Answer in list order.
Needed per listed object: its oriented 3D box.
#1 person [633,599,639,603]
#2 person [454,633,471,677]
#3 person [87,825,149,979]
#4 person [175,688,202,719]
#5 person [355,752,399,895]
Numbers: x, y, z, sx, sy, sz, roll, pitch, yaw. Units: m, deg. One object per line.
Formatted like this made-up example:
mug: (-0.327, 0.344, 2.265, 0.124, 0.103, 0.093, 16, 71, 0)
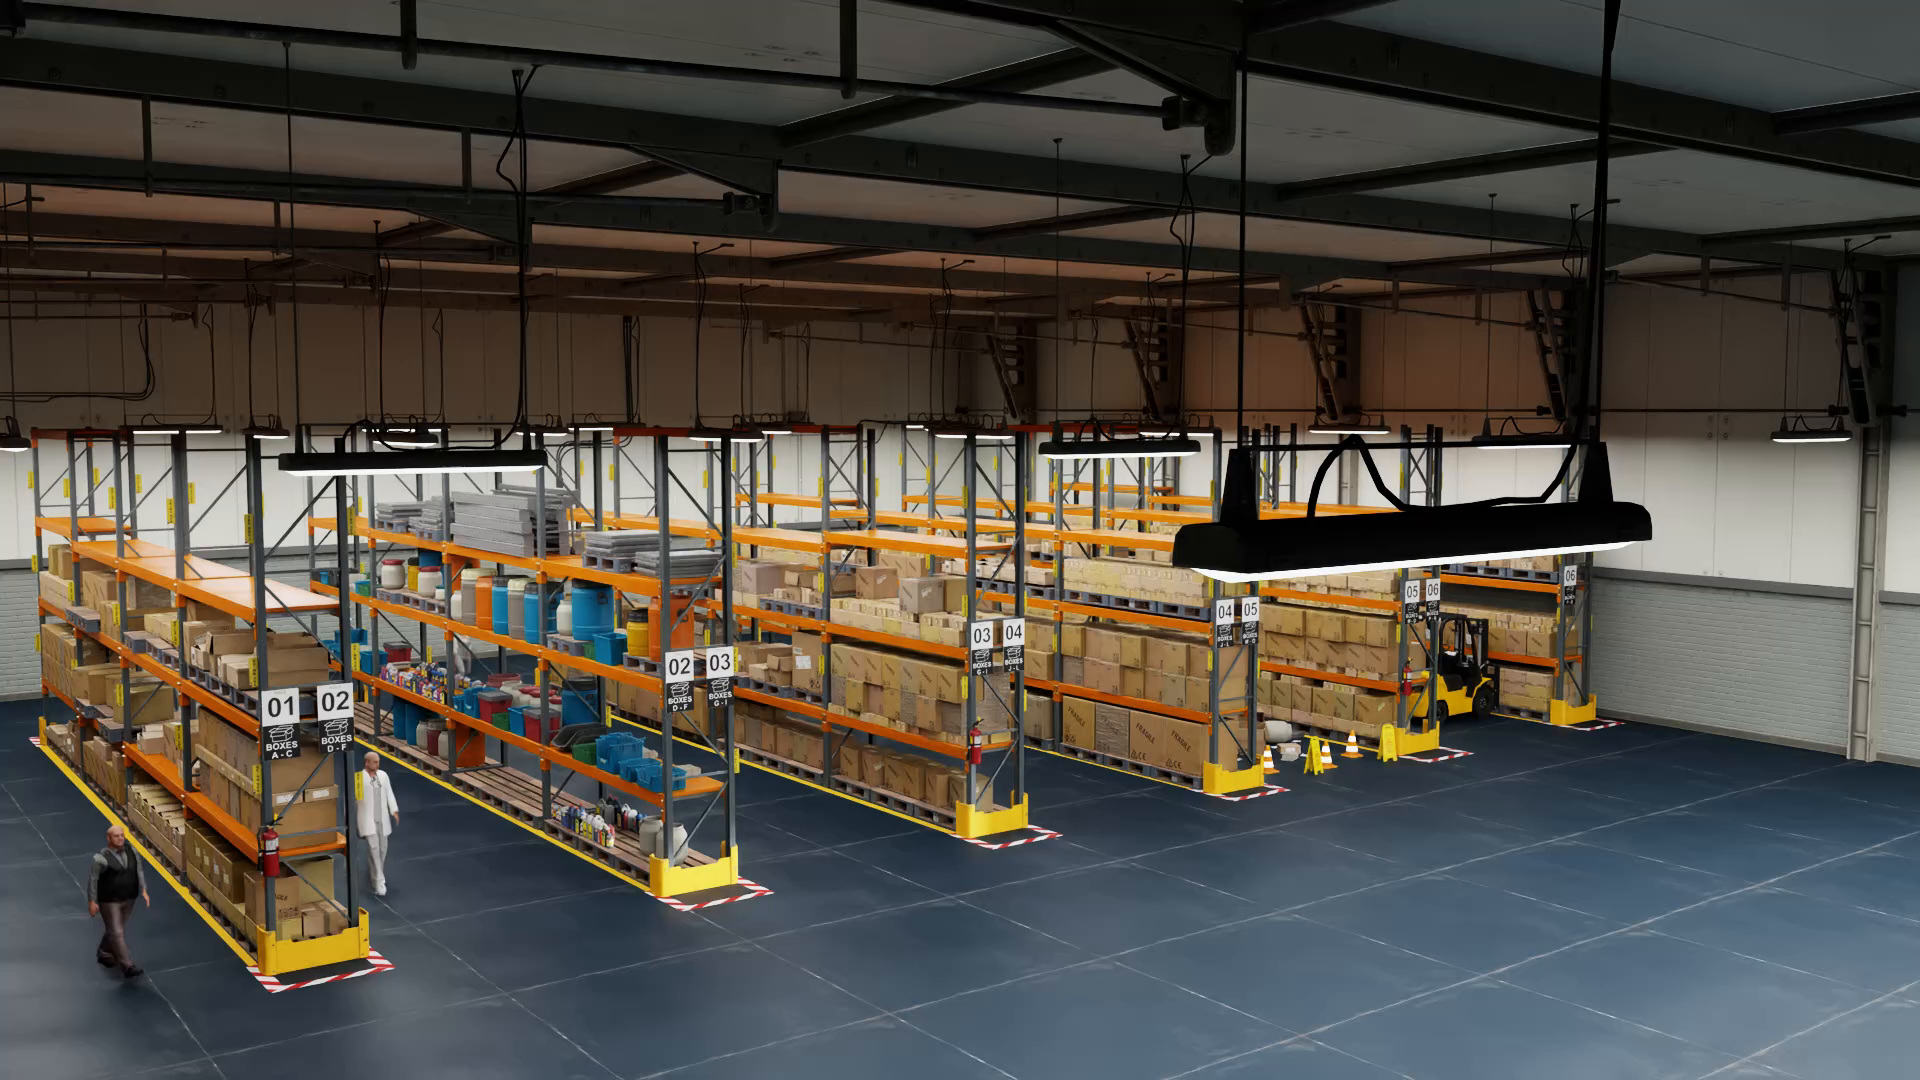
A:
person: (-8.069, 2.267, 41.461, 0.481, 1.614, 0.839, 3, 5, 30)
person: (-11.138, 2.627, 37.177, 0.413, 1.549, 0.768, -4, 6, -38)
person: (-9.351, 4.013, 18.567, 1.070, 1.660, 0.566, 2, 5, 24)
person: (-15.279, 2.940, 32.826, 0.510, 1.680, 0.555, 0, 4, -2)
person: (-7.699, 3.730, 22.015, 0.731, 1.804, 0.609, 4, 6, 39)
